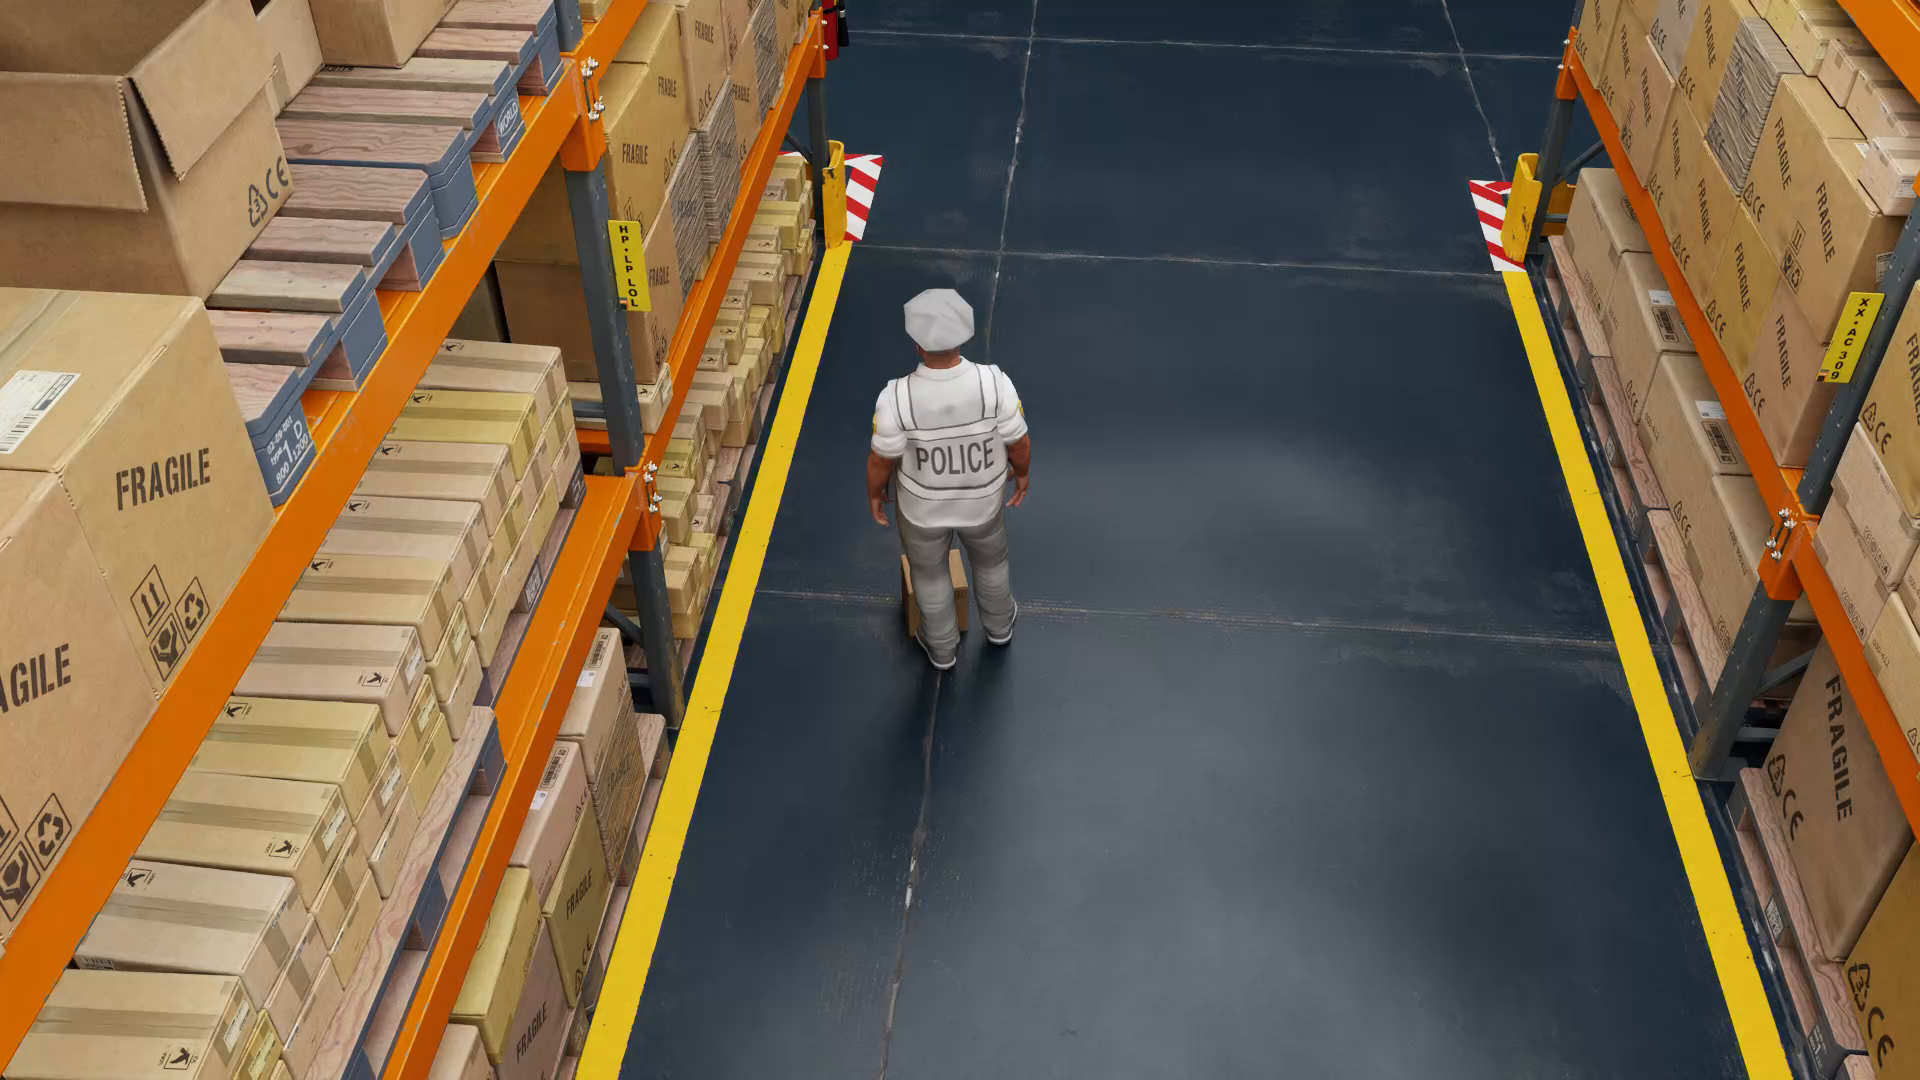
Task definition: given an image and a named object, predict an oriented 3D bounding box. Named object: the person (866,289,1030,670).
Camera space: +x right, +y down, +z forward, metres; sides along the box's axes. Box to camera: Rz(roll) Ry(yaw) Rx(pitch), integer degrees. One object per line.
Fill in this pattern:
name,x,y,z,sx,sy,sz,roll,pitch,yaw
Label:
person,-0.047,-0.237,6.399,0.641,1.778,0.573,-5,40,-6
